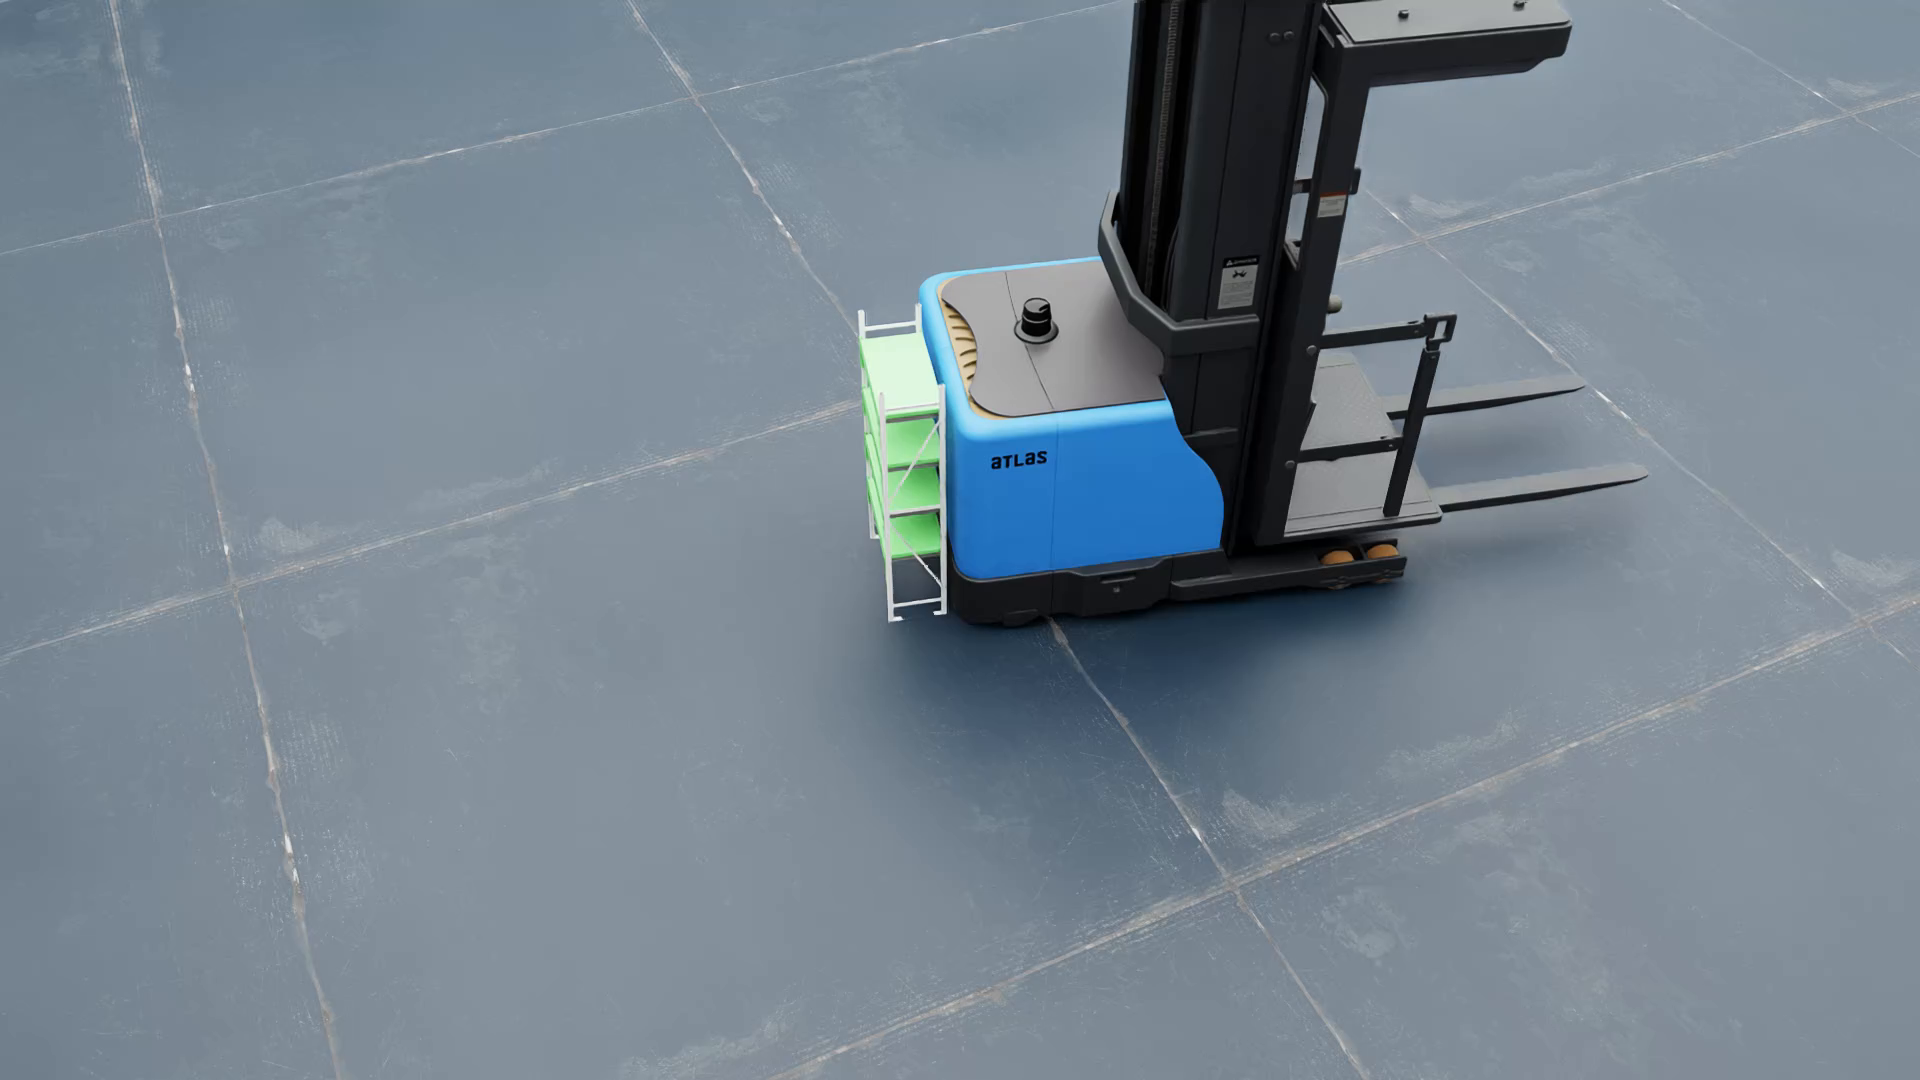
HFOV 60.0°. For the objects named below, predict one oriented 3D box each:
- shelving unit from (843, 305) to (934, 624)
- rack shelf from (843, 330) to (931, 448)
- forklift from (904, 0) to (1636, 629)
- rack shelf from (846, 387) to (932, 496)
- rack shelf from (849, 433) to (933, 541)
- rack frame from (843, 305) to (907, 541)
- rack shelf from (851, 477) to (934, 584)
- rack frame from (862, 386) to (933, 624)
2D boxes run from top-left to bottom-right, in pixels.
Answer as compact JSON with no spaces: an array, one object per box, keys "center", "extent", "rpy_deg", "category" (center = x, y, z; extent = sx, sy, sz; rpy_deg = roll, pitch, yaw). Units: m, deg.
[{"center":[-0.277,-0.275,6.543],"extent":[0.258,1.200,0.503],"rpy_deg":[-8,45,-8],"category":"shelving unit"},{"center":[-0.277,-0.571,6.251],"extent":[0.258,0.148,0.480],"rpy_deg":[-8,45,-8],"category":"rack shelf"},{"center":[1.331,-1.192,6.240],"extent":[3.031,2.935,1.130],"rpy_deg":[-7,45,-7],"category":"forklift"},{"center":[-0.277,-0.400,6.419],"extent":[0.258,0.148,0.480],"rpy_deg":[-8,45,-8],"category":"rack shelf"},{"center":[-0.277,-0.229,6.588],"extent":[0.258,0.148,0.480],"rpy_deg":[-8,45,-8],"category":"rack shelf"},{"center":[-0.324,-0.443,6.713],"extent":[0.240,1.200,0.015],"rpy_deg":[-8,45,-8],"category":"rack frame"},{"center":[-0.277,-0.058,6.756],"extent":[0.258,0.148,0.480],"rpy_deg":[-8,45,-8],"category":"rack shelf"},{"center":[-0.231,-0.106,6.372],"extent":[0.240,1.200,0.015],"rpy_deg":[-8,45,-8],"category":"rack frame"}]
